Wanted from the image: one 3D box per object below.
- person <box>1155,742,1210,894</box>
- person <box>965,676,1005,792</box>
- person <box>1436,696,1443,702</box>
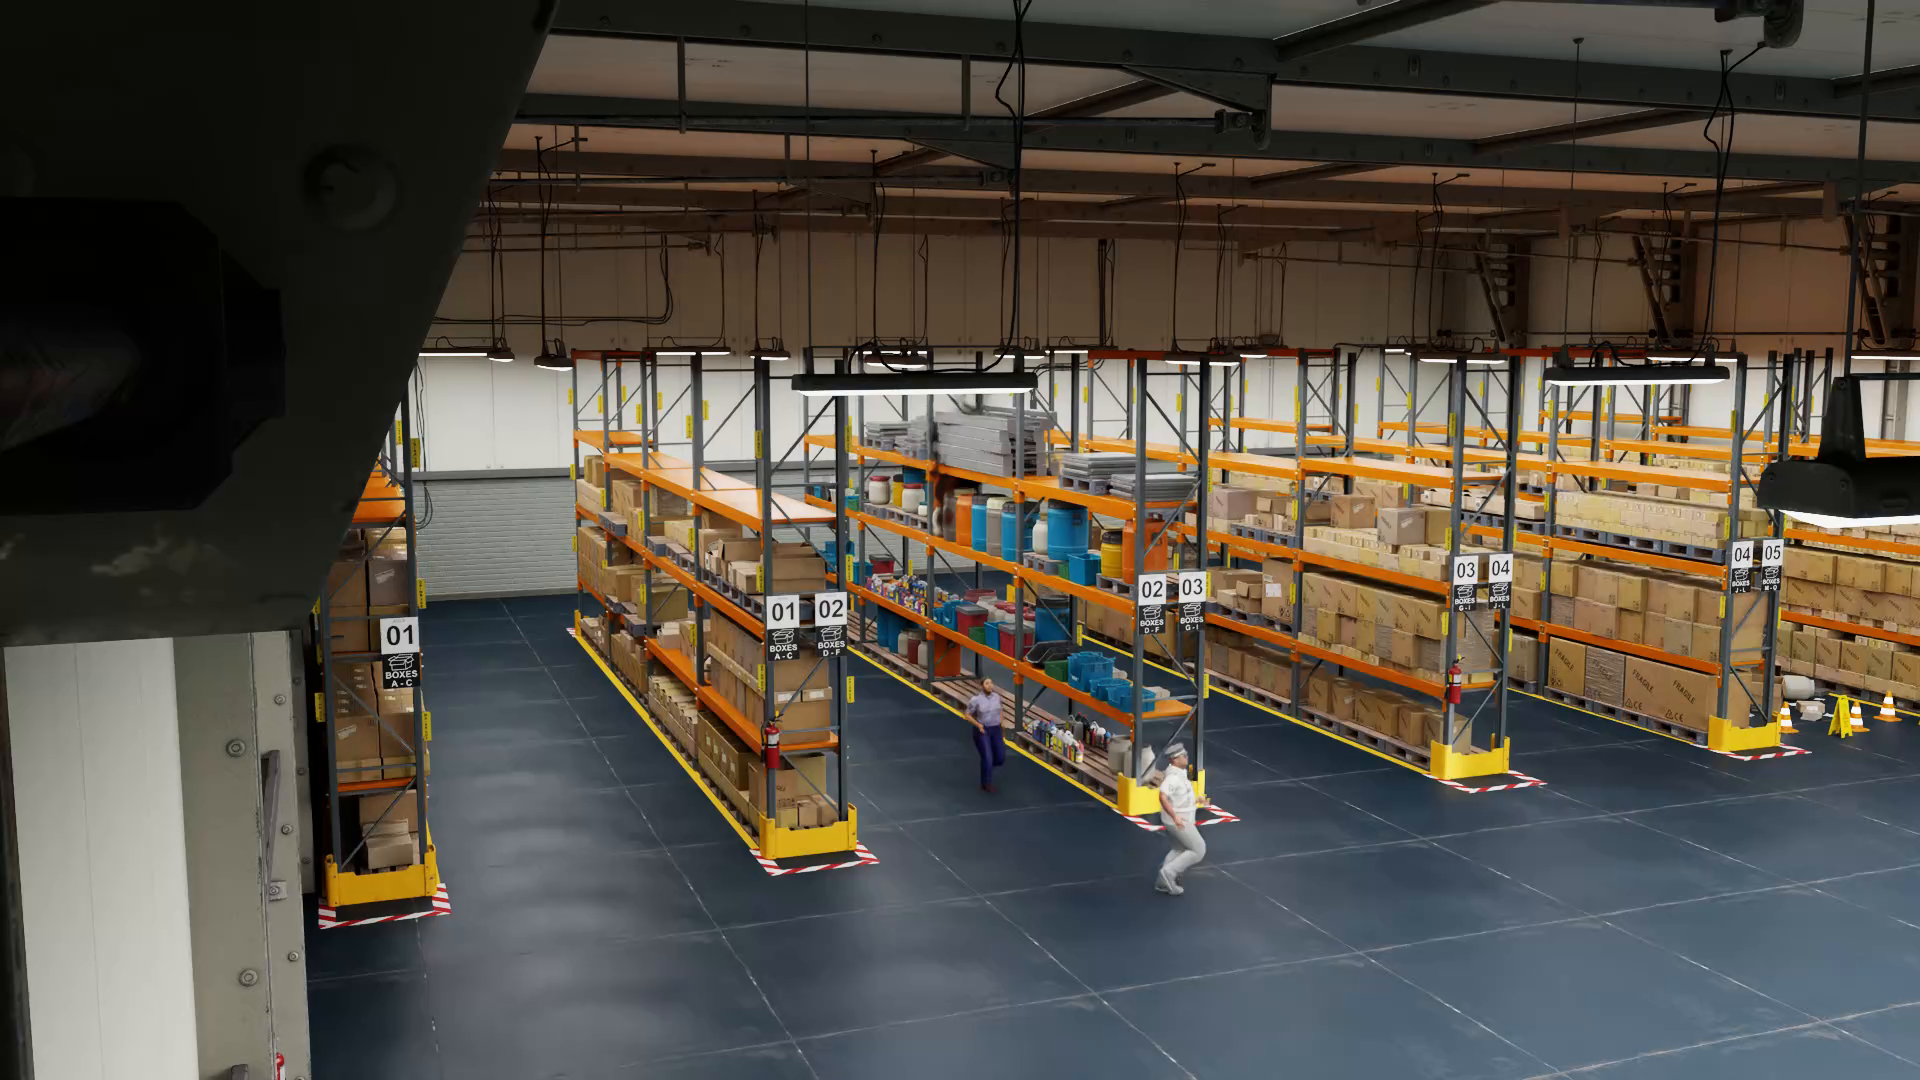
[{"bbox_3d":[2.515,3.142,18.742,0.612,1.738,0.653,0,7,1],"label":"person"},{"bbox_3d":[0.361,2.675,23.103,0.605,1.593,0.578,-4,8,-28],"label":"person"},{"bbox_3d":[8.289,1.914,28.918,0.613,1.705,0.725,-3,8,-21],"label":"person"}]
